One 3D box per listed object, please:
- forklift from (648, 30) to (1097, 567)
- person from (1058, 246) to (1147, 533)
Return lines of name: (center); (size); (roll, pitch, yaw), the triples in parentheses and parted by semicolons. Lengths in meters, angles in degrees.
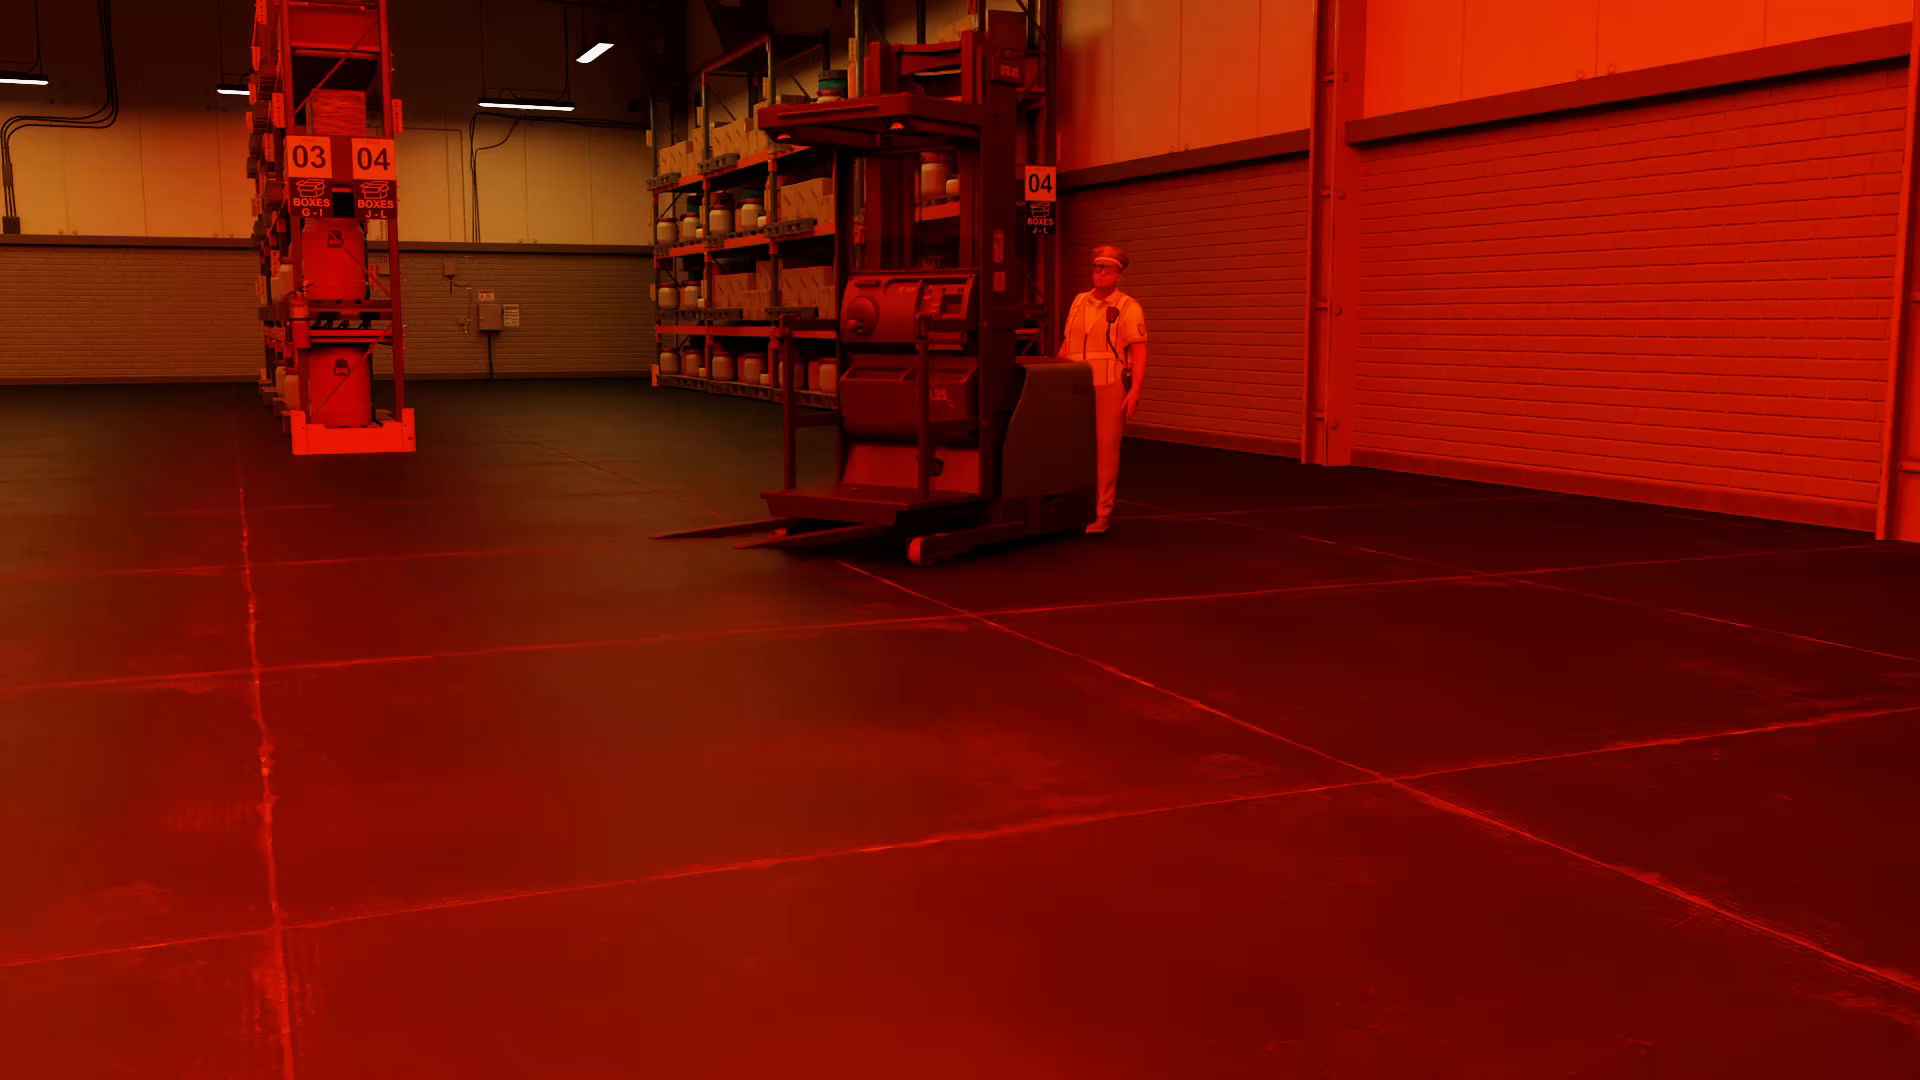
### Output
forklift: (-0.430, -1.379, 9.402); (1.130, 2.935, 3.031); (6, 9, 37)
person: (0.816, -0.938, 10.400); (0.641, 1.781, 0.571); (5, 9, 31)
